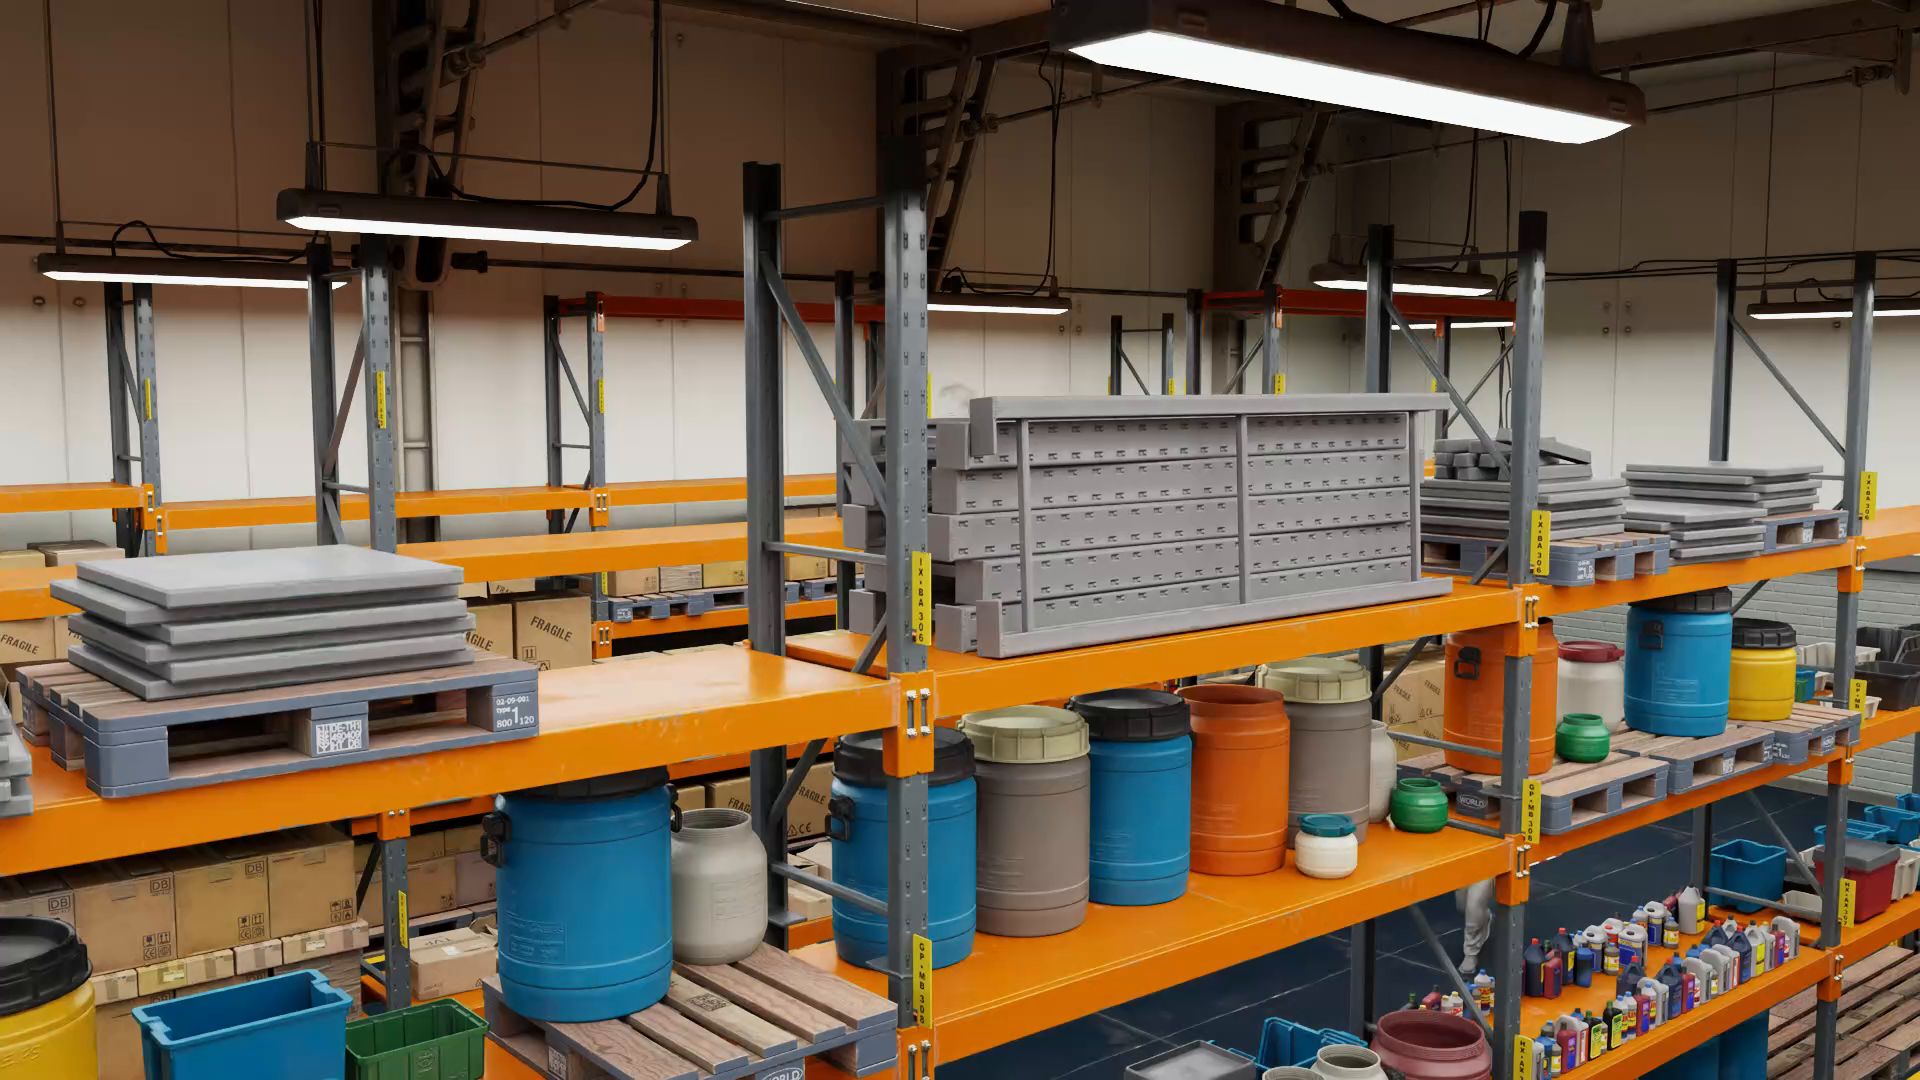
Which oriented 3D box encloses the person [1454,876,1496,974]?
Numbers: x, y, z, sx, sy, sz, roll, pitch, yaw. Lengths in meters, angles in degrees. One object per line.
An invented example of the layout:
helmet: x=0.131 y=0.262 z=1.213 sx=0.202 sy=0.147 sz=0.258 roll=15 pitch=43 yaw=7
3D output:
person: x=4.595 y=2.871 z=14.800 sx=0.652 sy=1.793 sz=0.859 roll=4 pitch=7 yaw=33
